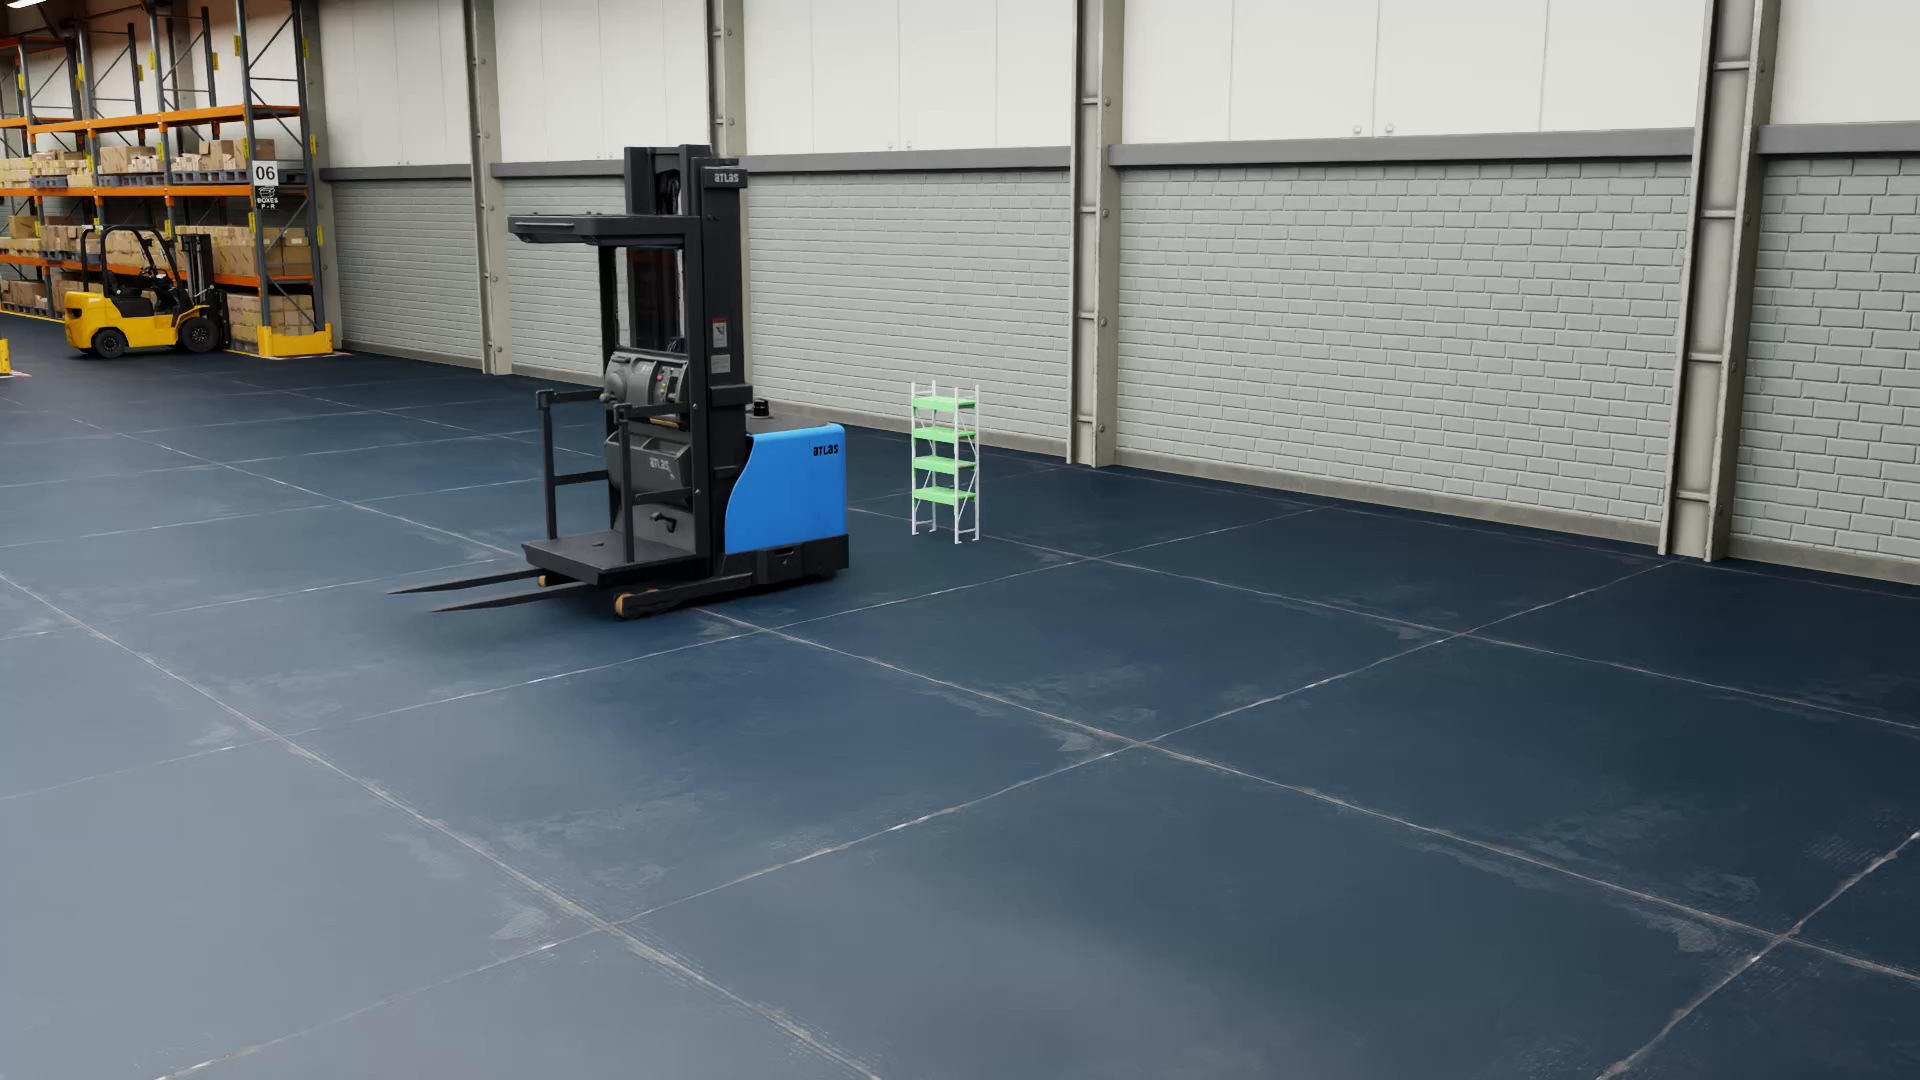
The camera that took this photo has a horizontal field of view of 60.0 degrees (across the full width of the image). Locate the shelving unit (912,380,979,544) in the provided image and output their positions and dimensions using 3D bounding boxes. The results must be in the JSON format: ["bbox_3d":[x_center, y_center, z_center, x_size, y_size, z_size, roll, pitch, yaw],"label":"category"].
[{"bbox_3d":[-0.114,-0.612,12.908,0.258,1.200,0.503,-11,16,-43],"label":"shelving unit"}]

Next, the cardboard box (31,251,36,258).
[{"bbox_3d":[-20.373,-6.343,36.890,0.380,0.149,0.250,-10,16,-41],"label":"cardboard box"}]

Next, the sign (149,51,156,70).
[{"bbox_3d":[-14.437,-8.575,29.722,0.100,0.325,0.005,-11,16,-43],"label":"sign"}]

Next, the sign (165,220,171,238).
[{"bbox_3d":[-14.438,-5.669,30.322,0.100,0.325,0.005,-11,16,-43],"label":"sign"}]

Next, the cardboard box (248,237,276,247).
[{"bbox_3d":[-11.732,-5.012,27.952,0.380,0.149,0.250,-11,16,-42],"label":"cardboard box"}]

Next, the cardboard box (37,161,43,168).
[{"bbox_3d":[-19.308,-7.955,35.254,0.380,0.149,0.250,-11,16,-44],"label":"cardboard box"}]

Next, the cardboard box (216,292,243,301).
[{"bbox_3d":[-12.891,-4.228,29.293,0.500,0.250,0.500,-11,16,-44],"label":"cardboard box"}]

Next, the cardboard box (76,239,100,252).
[{"bbox_3d":[-17.778,-6.043,34.139,0.500,0.250,0.500,11,16,42],"label":"cardboard box"}]

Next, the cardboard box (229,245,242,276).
[{"bbox_3d":[-12.172,-4.795,28.506,0.500,0.500,0.500,-10,15,-41],"label":"cardboard box"}]

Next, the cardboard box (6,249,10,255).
[{"bbox_3d":[-21.765,-6.650,38.380,0.380,0.149,0.250,-10,15,-41],"label":"cardboard box"}]

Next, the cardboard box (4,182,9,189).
[{"bbox_3d":[-21.299,-7.999,37.493,0.380,0.149,0.250,-11,16,-42],"label":"cardboard box"}]

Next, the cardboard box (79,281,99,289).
[{"bbox_3d":[-18.367,-5.378,35.128,0.380,0.149,0.250,-11,16,-42],"label":"cardboard box"}]

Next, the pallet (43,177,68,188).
[{"bbox_3d":[-18.459,-7.507,34.946,1.213,0.211,1.003,-11,16,-43],"label":"pallet"}]

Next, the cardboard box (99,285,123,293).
[{"bbox_3d":[-17.339,-5.138,33.961,0.250,0.149,0.380,11,16,42],"label":"cardboard box"}]

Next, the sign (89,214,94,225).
[{"bbox_3d":[-19.178,-7.030,36.733,0.100,0.325,0.005,-11,16,-43],"label":"sign"}]

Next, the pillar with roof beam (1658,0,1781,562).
[{"bbox_3d":[2.341,-3.697,8.556,9.100,9.000,0.400,-11,16,-43],"label":"pillar with roof beam"}]

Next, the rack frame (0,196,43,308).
[{"bbox_3d":[-22.340,-6.969,39.305,1.000,3.000,0.127,-11,16,-43],"label":"rack frame"}]

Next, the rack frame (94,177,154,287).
[{"bbox_3d":[-16.815,-5.802,33.638,1.000,3.000,0.127,-11,16,-43],"label":"rack frame"}]

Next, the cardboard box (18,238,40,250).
[{"bbox_3d":[-20.797,-6.644,37.360,0.500,0.250,0.500,-11,16,-43],"label":"cardboard box"}]

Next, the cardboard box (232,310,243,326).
[{"bbox_3d":[-12.191,-3.840,28.652,0.500,0.250,0.500,-11,16,-43],"label":"cardboard box"}]

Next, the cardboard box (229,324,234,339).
[{"bbox_3d":[-12.519,-3.666,29.045,0.500,0.250,0.500,-11,16,-42],"label":"cardboard box"}]

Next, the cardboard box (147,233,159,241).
[{"bbox_3d":[-15.049,-5.702,31.297,0.250,0.149,0.380,11,16,43],"label":"cardboard box"}]

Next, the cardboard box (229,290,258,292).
[{"bbox_3d":[-12.873,-4.374,30.005,0.500,0.250,0.500,-11,16,-42],"label":"cardboard box"}]

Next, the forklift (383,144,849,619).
[{"bbox_3d":[-2.211,-1.053,10.757,3.031,2.935,1.130,-10,15,-41],"label":"forklift"}]

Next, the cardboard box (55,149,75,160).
[{"bbox_3d":[-19.316,-8.300,35.900,0.396,0.266,0.258,-11,16,-43],"label":"cardboard box"}]

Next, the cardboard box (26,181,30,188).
[{"bbox_3d":[-20.206,-7.779,36.425,0.380,0.149,0.250,-11,16,-43],"label":"cardboard box"}]

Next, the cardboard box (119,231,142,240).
[{"bbox_3d":[-16.237,-5.972,32.608,0.380,0.149,0.250,-11,16,-42],"label":"cardboard box"}]

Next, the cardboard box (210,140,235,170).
[{"bbox_3d":[-12.407,-6.601,28.548,0.700,0.500,0.500,-11,16,-42],"label":"cardboard box"}]

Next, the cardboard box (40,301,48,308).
[{"bbox_3d":[-20.174,-5.235,36.913,0.250,0.149,0.380,11,16,43],"label":"cardboard box"}]

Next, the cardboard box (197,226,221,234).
[{"bbox_3d":[-13.316,-5.495,29.556,0.380,0.149,0.250,-11,16,-43],"label":"cardboard box"}]

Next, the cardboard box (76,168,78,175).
[{"bbox_3d":[-17.901,-7.567,34.156,0.380,0.149,0.250,-11,16,-42],"label":"cardboard box"}]

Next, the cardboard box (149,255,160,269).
[{"bbox_3d":[-14.941,-5.254,31.352,0.500,0.250,0.500,-11,16,-43],"label":"cardboard box"}]

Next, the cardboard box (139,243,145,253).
[{"bbox_3d":[-15.286,-5.575,31.670,0.500,0.250,0.500,-10,16,-41],"label":"cardboard box"}]

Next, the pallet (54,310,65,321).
[{"bbox_3d":[-18.988,-4.906,36.202,1.003,0.211,1.213,-11,16,-43],"label":"pallet"}]

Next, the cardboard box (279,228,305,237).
[{"bbox_3d":[-11.368,-5.225,28.248,0.380,0.149,0.250,-11,16,-44],"label":"cardboard box"}]

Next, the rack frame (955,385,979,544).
[{"bbox_3d":[0.054,-0.576,12.735,0.240,1.200,0.015,-11,16,-43],"label":"rack frame"}]

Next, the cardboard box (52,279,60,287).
[{"bbox_3d":[-19.522,-5.595,36.182,0.380,0.149,0.250,-10,15,-40],"label":"cardboard box"}]

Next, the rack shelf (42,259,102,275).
[{"bbox_3d":[-18.196,-5.741,35.127,1.077,0.370,4.000,-11,16,-43],"label":"rack shelf"}]

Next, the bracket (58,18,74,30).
[{"bbox_3d":[-19.376,-11.204,36.072,0.235,0.232,0.430,-11,16,-43],"label":"bracket"}]

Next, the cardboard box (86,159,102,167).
[{"bbox_3d":[-17.266,-7.547,33.324,0.380,0.149,0.250,-10,15,-41],"label":"cardboard box"}]

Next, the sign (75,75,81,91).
[{"bbox_3d":[-19.180,-9.937,36.136,0.100,0.325,0.005,-11,16,-43],"label":"sign"}]

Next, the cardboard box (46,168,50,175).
[{"bbox_3d":[-18.951,-7.738,34.939,0.380,0.149,0.250,-11,16,-43],"label":"cardboard box"}]

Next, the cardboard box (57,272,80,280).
[{"bbox_3d":[-19.308,-5.710,36.000,0.250,0.149,0.380,11,16,42],"label":"cardboard box"}]

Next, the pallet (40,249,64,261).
[{"bbox_3d":[-19.104,-6.160,35.851,1.003,0.211,1.213,-11,16,-43],"label":"pallet"}]

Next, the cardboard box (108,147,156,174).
[{"bbox_3d":[-16.070,-7.375,32.305,0.700,0.500,0.500,-11,16,-44],"label":"cardboard box"}]

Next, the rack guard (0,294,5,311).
[{"bbox_3d":[-22.287,-5.734,39.504,1.175,0.500,0.348,-11,16,-43],"label":"rack guard"}]

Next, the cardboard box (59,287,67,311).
[{"bbox_3d":[-19.031,-5.189,35.816,0.500,0.500,0.500,-11,16,-43],"label":"cardboard box"}]

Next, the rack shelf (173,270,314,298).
[{"bbox_3d":[-12.671,-4.574,29.461,1.077,0.370,4.000,-11,16,-43],"label":"rack shelf"}]
